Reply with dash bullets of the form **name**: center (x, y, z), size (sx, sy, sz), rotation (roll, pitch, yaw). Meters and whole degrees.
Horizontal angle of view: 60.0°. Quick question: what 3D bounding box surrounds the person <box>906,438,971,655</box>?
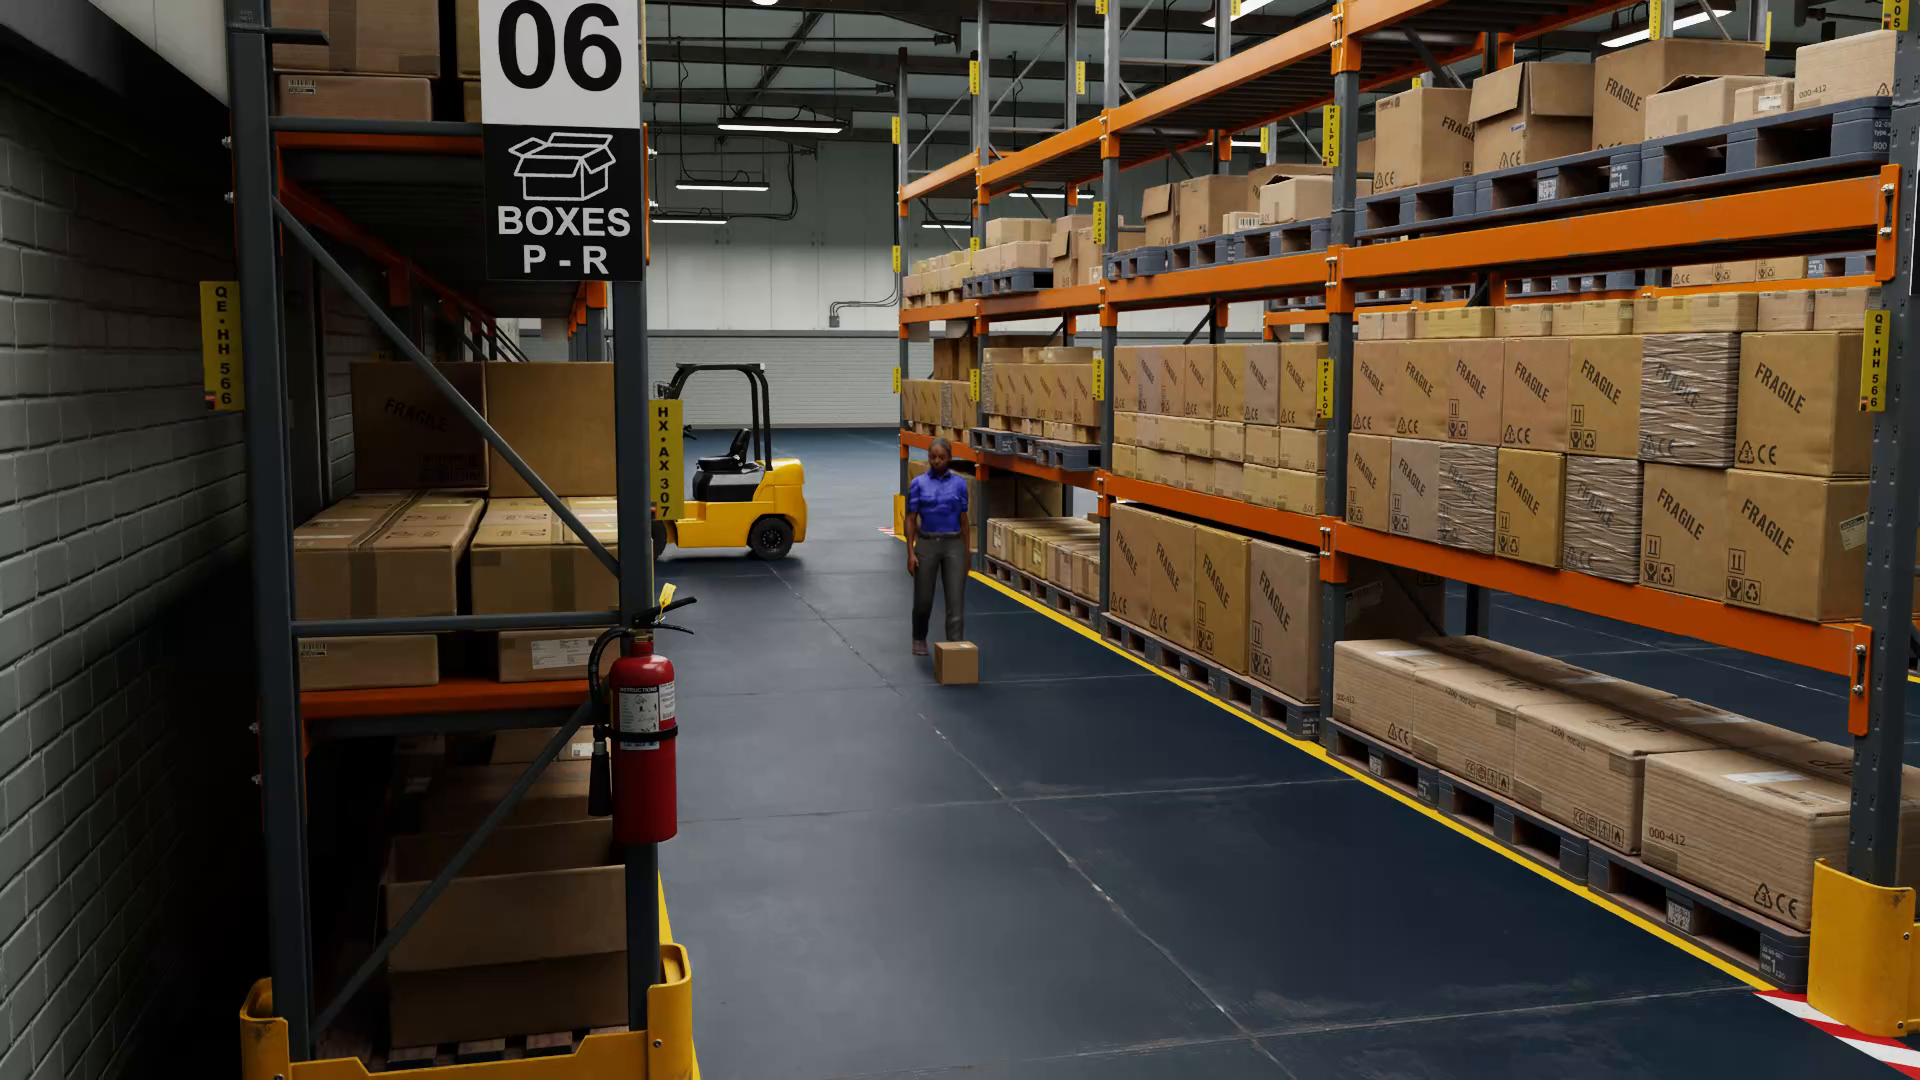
- **person**: center (-0.145, 0.095, 11.801), size (0.471, 1.637, 0.752), rotation (-1, 6, -8)
